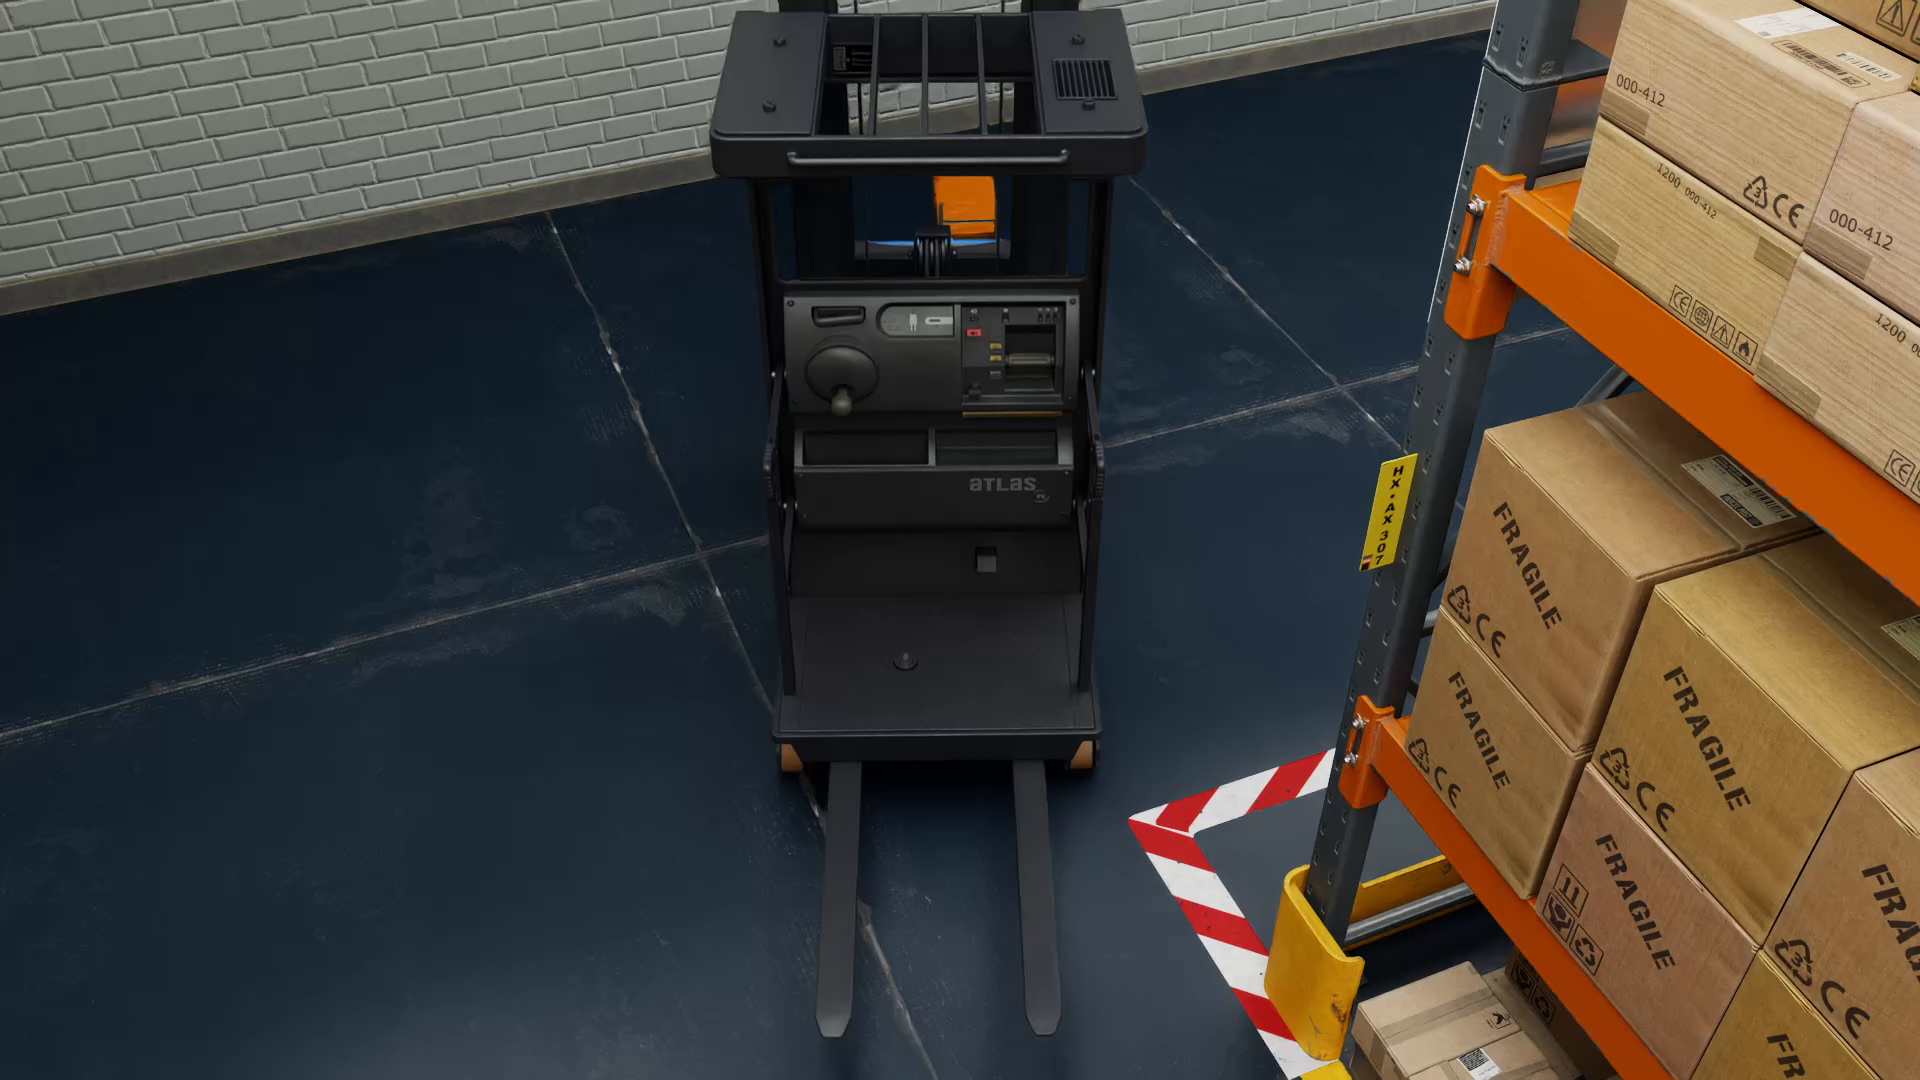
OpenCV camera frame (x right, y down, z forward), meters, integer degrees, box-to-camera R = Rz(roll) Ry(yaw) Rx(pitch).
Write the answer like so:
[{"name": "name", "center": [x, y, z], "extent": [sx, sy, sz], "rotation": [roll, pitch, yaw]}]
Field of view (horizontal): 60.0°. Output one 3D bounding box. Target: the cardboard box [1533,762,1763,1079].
[{"name": "cardboard box", "center": [1.625, 0.737, 3.516], "extent": [0.500, 0.500, 0.500], "rotation": [-16, 43, -17]}]

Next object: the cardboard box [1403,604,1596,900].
[{"name": "cardboard box", "center": [1.422, 0.427, 3.876], "extent": [0.500, 0.500, 0.500], "rotation": [-14, 43, -16]}]

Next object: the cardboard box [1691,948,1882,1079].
[{"name": "cardboard box", "center": [1.814, 1.040, 3.163], "extent": [0.500, 0.500, 0.500], "rotation": [-15, 43, -17]}]

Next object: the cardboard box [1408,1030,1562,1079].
[{"name": "cardboard box", "center": [1.434, 1.528, 4.508], "extent": [0.380, 0.166, 0.250], "rotation": [-15, 43, -17]}]

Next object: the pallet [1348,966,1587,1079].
[{"name": "pallet", "center": [1.831, 1.715, 4.594], "extent": [1.003, 0.211, 1.213], "rotation": [-15, 43, -17]}]

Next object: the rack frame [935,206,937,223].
[{"name": "rack frame", "center": [0.015, -1.172, 7.193], "extent": [0.240, 1.200, 0.015], "rotation": [-1, 41, -2]}]

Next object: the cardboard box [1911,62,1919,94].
[{"name": "cardboard box", "center": [1.821, -0.794, 2.229], "extent": [0.700, 0.500, 0.500], "rotation": [-15, 43, -17]}]

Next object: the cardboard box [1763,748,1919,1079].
[{"name": "cardboard box", "center": [1.816, 0.664, 2.834], "extent": [0.500, 0.500, 0.500], "rotation": [-15, 43, -16]}]

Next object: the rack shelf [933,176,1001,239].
[{"name": "rack shelf", "center": [0.024, -1.311, 6.752], "extent": [0.258, 0.148, 0.480], "rotation": [-1, 41, -2]}]

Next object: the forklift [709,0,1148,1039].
[{"name": "forklift", "center": [-0.083, -0.510, 5.095], "extent": [1.130, 2.935, 3.031], "rotation": [-1, 41, -1]}]

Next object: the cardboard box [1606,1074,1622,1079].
[{"name": "cardboard box", "center": [1.633, 1.707, 4.235], "extent": [0.500, 0.250, 0.500], "rotation": [-15, 43, -17]}]

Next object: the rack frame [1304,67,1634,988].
[{"name": "rack frame", "center": [1.496, 0.132, 4.296], "extent": [1.000, 3.000, 0.127], "rotation": [-15, 43, -17]}]

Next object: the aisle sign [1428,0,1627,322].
[{"name": "aisle sign", "center": [1.199, -0.821, 3.411], "extent": [0.394, 0.787, 0.004], "rotation": [-15, 43, -17]}]

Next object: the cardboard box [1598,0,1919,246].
[{"name": "cardboard box", "center": [1.452, -0.763, 2.768], "extent": [0.500, 0.250, 0.500], "rotation": [-15, 43, -17]}]

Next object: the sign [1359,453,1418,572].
[{"name": "sign", "center": [0.995, -0.061, 3.856], "extent": [0.100, 0.325, 0.005], "rotation": [-15, 43, -17]}]

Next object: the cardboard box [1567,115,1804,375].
[{"name": "cardboard box", "center": [1.458, -0.575, 2.933], "extent": [0.500, 0.250, 0.500], "rotation": [-15, 43, -17]}]

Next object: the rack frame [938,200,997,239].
[{"name": "rack frame", "center": [0.033, -0.854, 6.823], "extent": [0.240, 1.200, 0.015], "rotation": [-1, 41, -2]}]

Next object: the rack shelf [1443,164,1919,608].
[{"name": "rack shelf", "center": [2.261, 0.472, 2.151], "extent": [1.077, 0.370, 4.000], "rotation": [-15, 43, -17]}]

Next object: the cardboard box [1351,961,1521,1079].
[{"name": "cardboard box", "center": [1.339, 1.384, 4.689], "extent": [0.380, 0.149, 0.250], "rotation": [-15, 43, -17]}]

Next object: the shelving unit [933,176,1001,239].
[{"name": "shelving unit", "center": [0.024, -1.013, 7.008], "extent": [0.258, 1.200, 0.503], "rotation": [-1, 41, -2]}]

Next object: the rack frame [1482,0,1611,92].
[{"name": "rack frame", "center": [1.496, -2.142, 2.340], "extent": [1.000, 3.000, 0.127], "rotation": [-15, 43, -17]}]

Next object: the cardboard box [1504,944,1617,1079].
[{"name": "cardboard box", "center": [1.932, 1.179, 4.658], "extent": [0.500, 0.500, 0.500], "rotation": [-15, 43, -17]}]

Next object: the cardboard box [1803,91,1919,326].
[{"name": "cardboard box", "center": [1.637, -0.460, 2.416], "extent": [0.500, 0.250, 0.500], "rotation": [-15, 43, -17]}]

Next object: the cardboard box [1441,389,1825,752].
[{"name": "cardboard box", "center": [1.422, 0.048, 3.550], "extent": [0.500, 0.500, 0.500], "rotation": [-14, 43, -16]}]

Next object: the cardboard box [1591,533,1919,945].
[{"name": "cardboard box", "center": [1.629, 0.361, 3.186], "extent": [0.500, 0.500, 0.500], "rotation": [-15, 43, -16]}]

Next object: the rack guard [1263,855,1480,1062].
[{"name": "rack guard", "center": [1.525, 1.126, 5.057], "extent": [1.175, 0.500, 0.348], "rotation": [-15, 43, -17]}]

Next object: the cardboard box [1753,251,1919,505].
[{"name": "cardboard box", "center": [1.637, -0.271, 2.579], "extent": [0.500, 0.250, 0.500], "rotation": [-15, 43, -17]}]

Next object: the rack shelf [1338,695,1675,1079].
[{"name": "rack shelf", "center": [2.261, 1.610, 3.129], "extent": [1.077, 0.370, 4.000], "rotation": [-15, 43, -17]}]
